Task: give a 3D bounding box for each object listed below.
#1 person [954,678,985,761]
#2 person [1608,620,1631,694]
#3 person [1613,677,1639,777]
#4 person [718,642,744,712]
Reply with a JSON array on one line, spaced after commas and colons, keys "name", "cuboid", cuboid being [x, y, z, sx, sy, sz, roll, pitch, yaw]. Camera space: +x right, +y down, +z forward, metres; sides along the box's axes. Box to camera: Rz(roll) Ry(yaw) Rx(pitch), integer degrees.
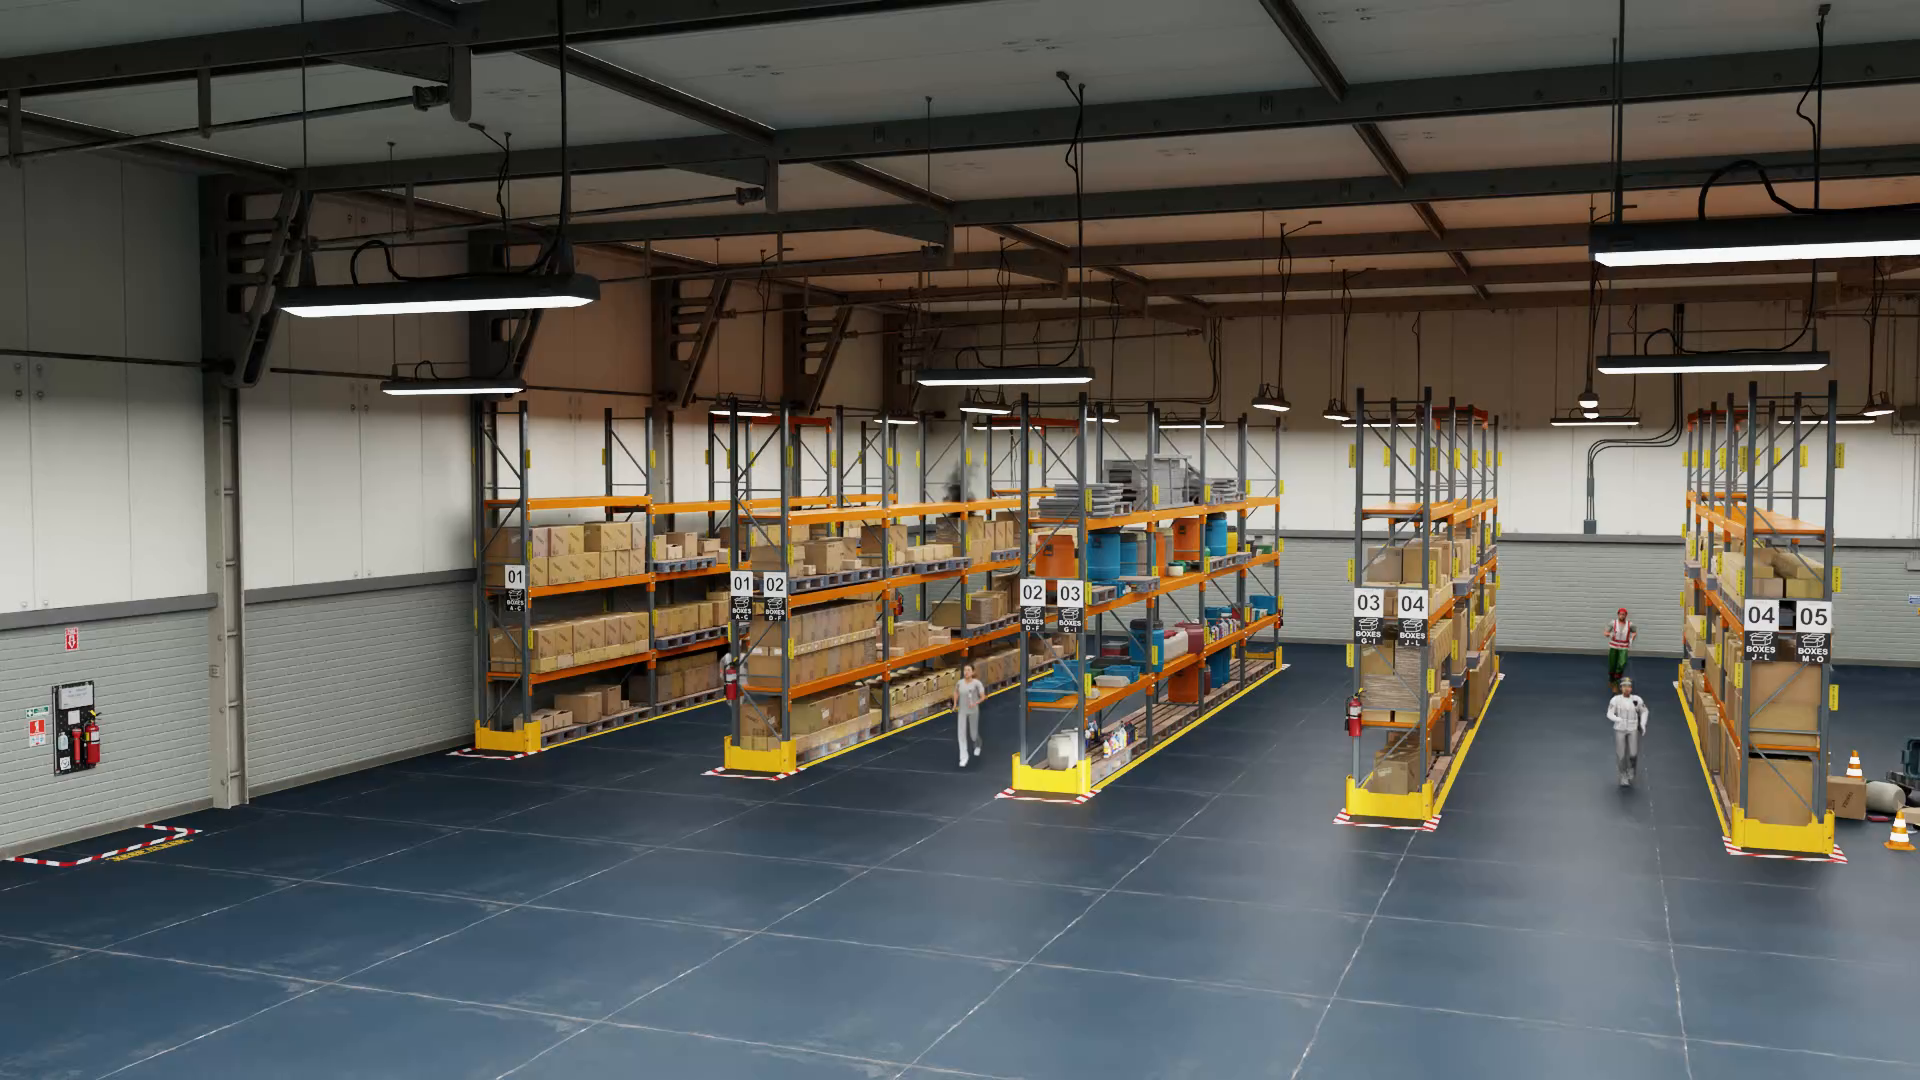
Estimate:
[{"name": "person", "cuboid": [0.159, 2.930, 27.299, 0.549, 1.330, 0.734, 1, 3, 16]}, {"name": "person", "cuboid": [14.183, 2.489, 35.794, 0.455, 1.606, 0.782, 1, 3, 25]}, {"name": "person", "cuboid": [10.207, 2.889, 25.478, 0.367, 1.584, 0.508, 1, 3, 20]}, {"name": "person", "cuboid": [-3.997, 2.678, 29.703, 0.680, 1.864, 0.770, 1, 3, 21]}]
